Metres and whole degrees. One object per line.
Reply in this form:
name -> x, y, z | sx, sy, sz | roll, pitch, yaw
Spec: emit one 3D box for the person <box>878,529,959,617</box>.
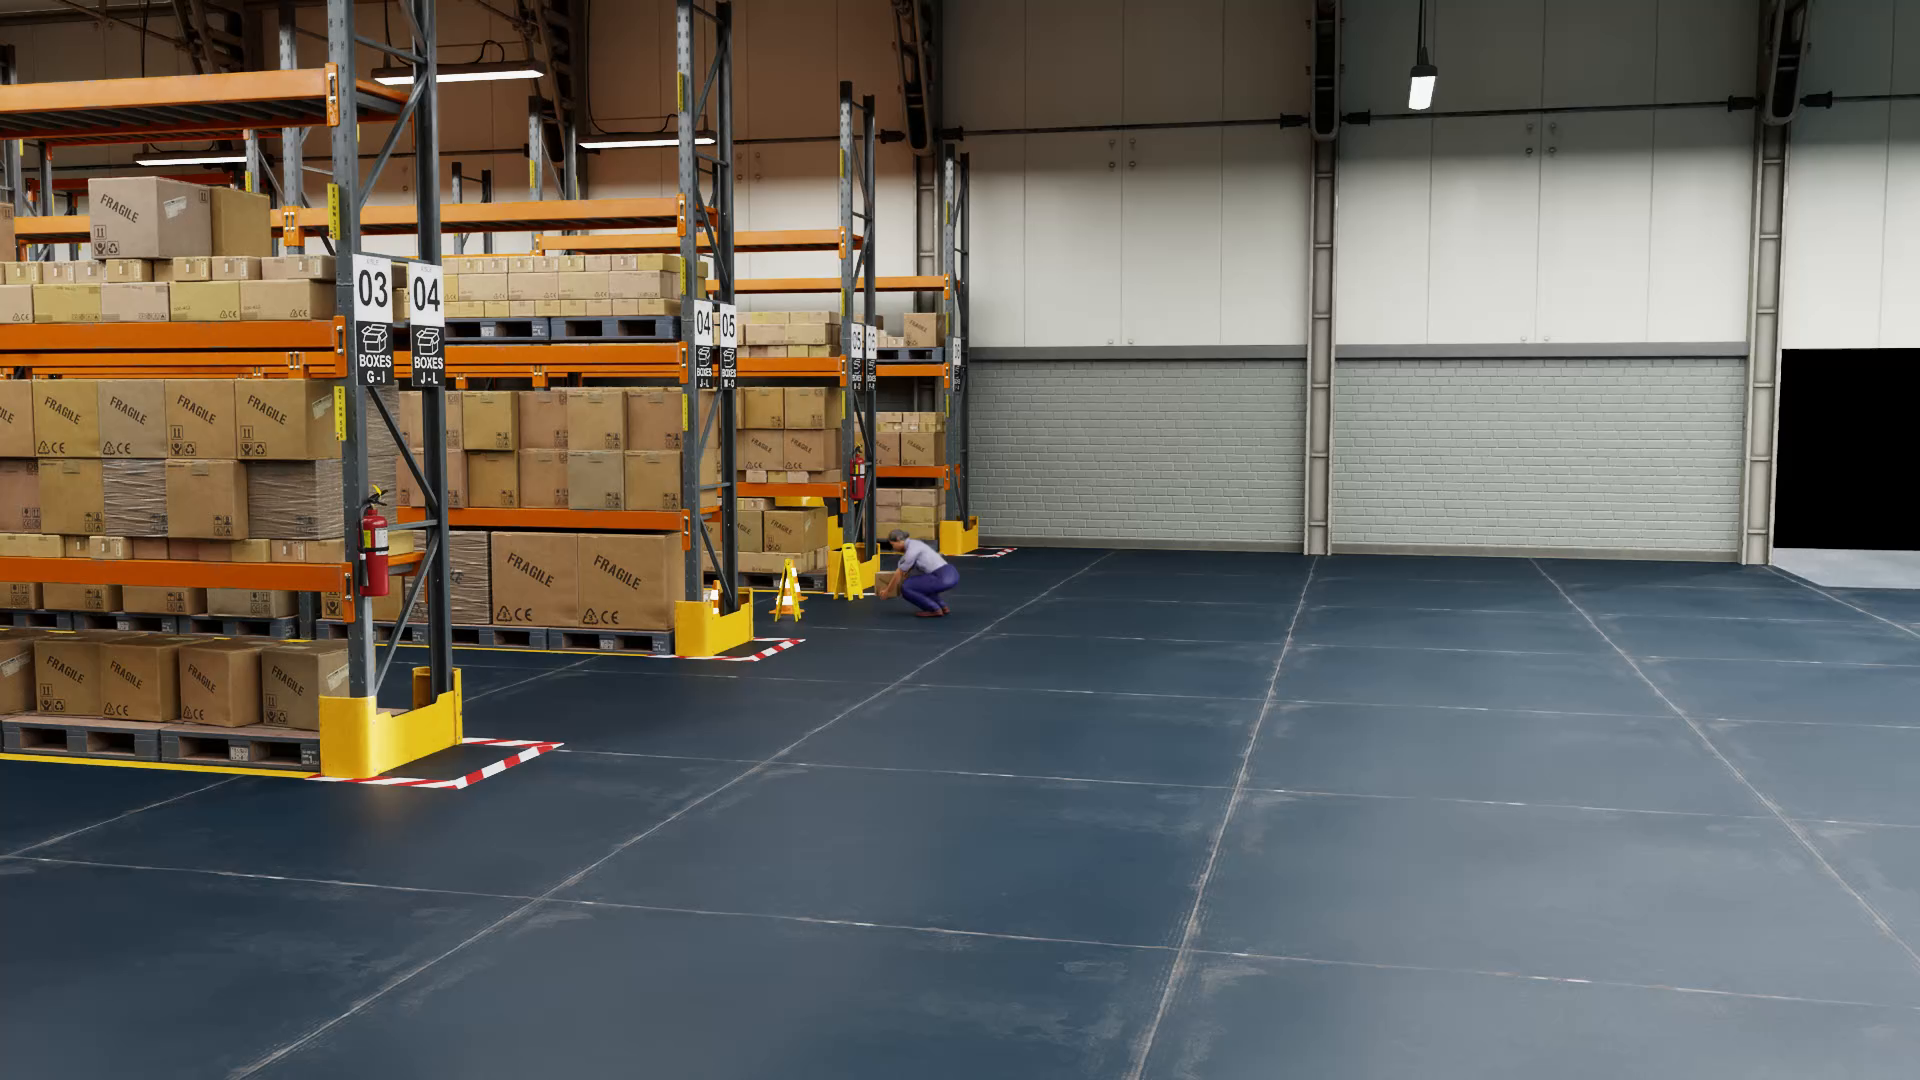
person -> -0.442, 0.347, 17.845 | 0.844, 0.939, 0.521 | 1, 5, 13
